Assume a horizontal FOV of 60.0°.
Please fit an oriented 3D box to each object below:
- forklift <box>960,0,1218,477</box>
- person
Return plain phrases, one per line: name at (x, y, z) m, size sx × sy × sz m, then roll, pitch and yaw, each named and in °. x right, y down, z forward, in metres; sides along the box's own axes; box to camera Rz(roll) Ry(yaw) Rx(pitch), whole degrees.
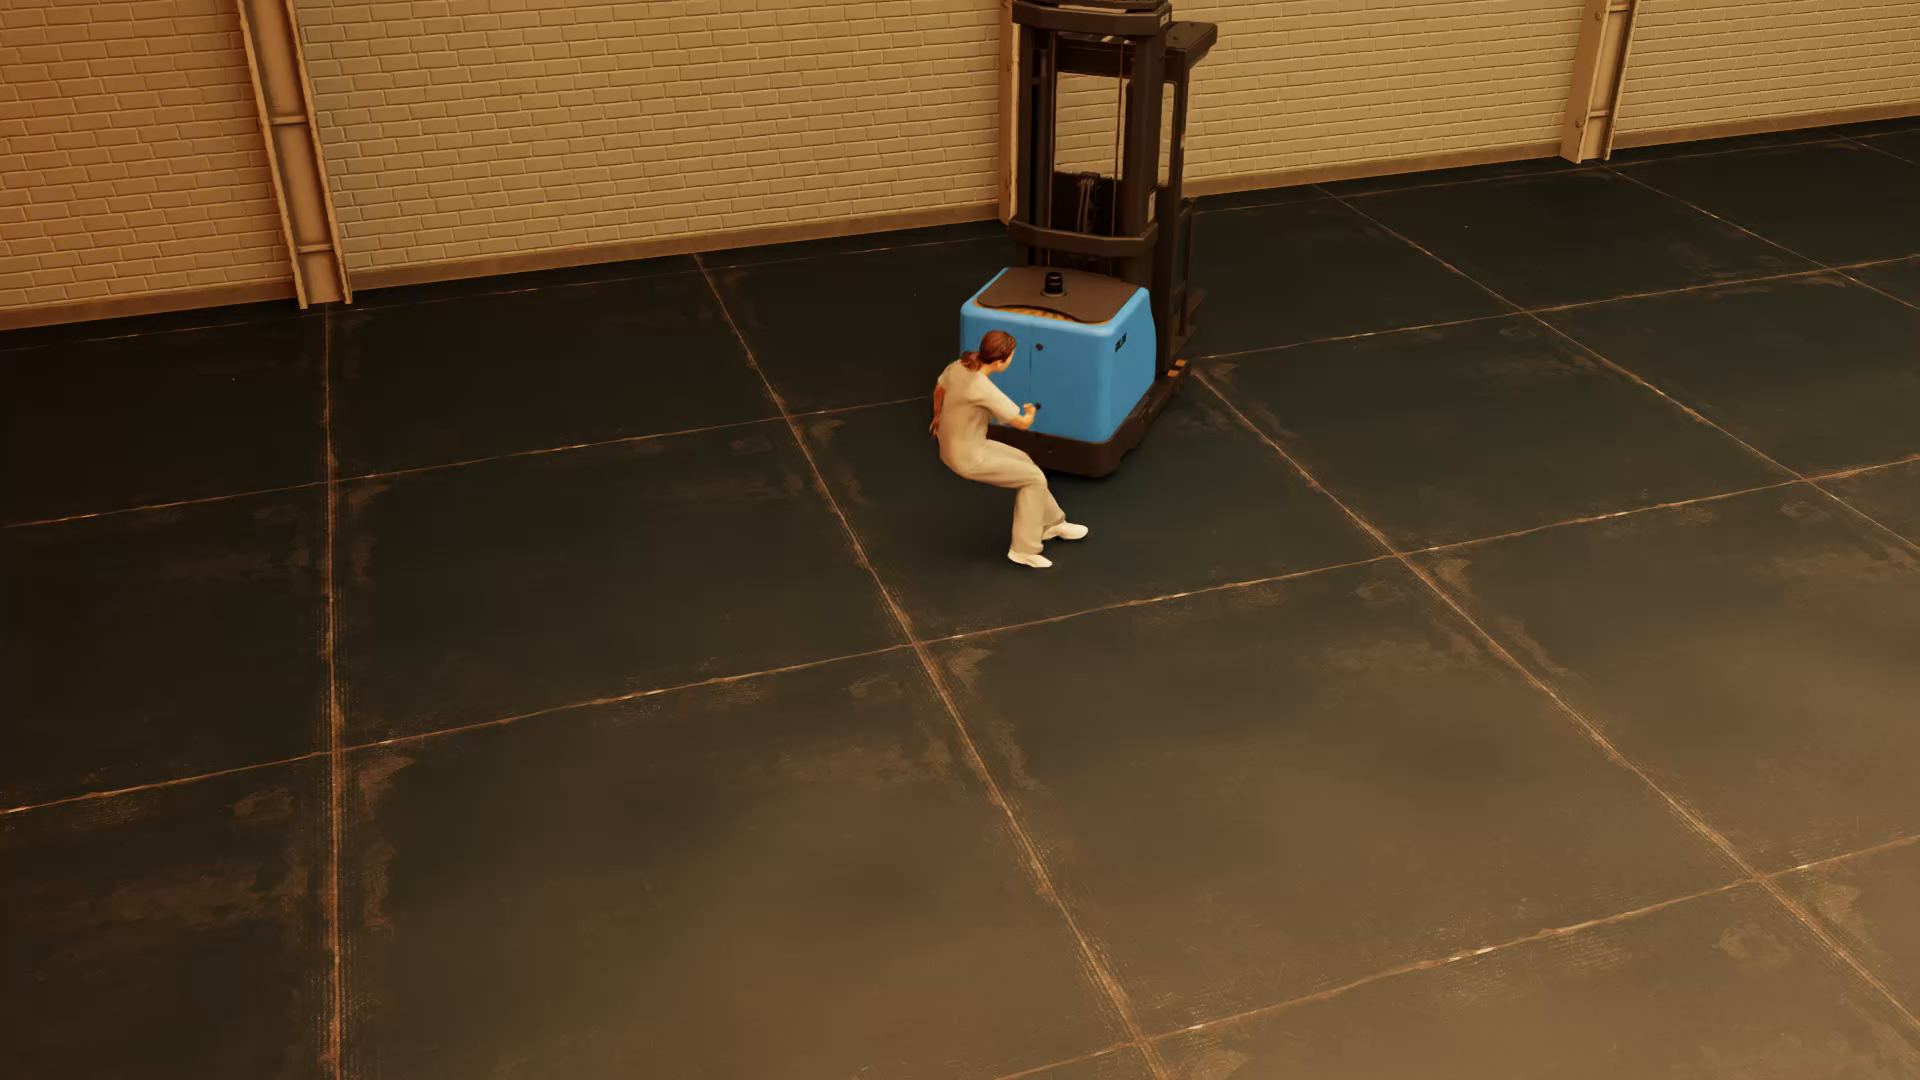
forklift at (1.024, -2.388, 11.237) m, size 1.130 × 2.935 × 3.031 m, roll 12°, pitch 32°, yaw 20°
person at (0.295, -0.592, 9.723) m, size 0.874 × 1.445 × 0.827 m, roll -12°, pitch 32°, yaw -20°
